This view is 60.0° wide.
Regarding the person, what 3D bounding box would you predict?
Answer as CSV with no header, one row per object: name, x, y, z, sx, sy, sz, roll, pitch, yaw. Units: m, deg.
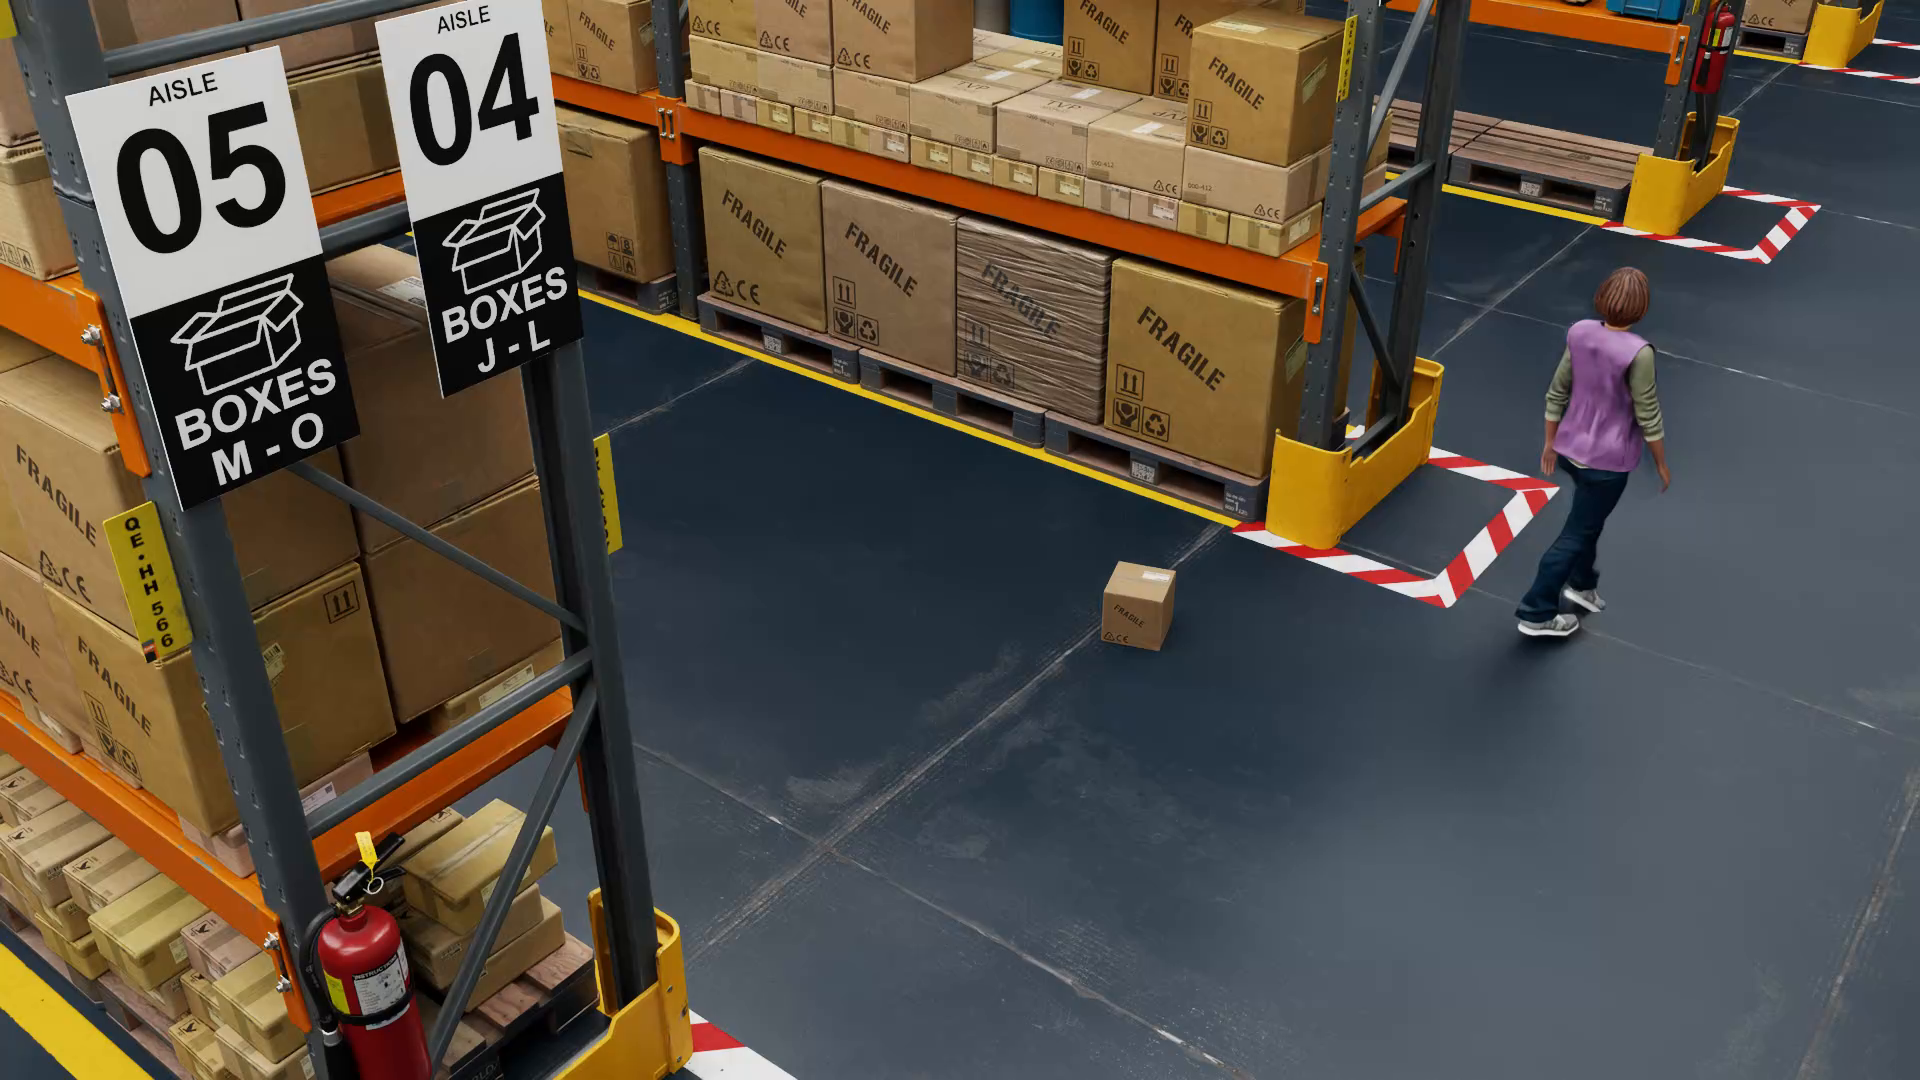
person,2.572,-0.308,6.671,0.572,1.651,0.458,-14,34,-21
